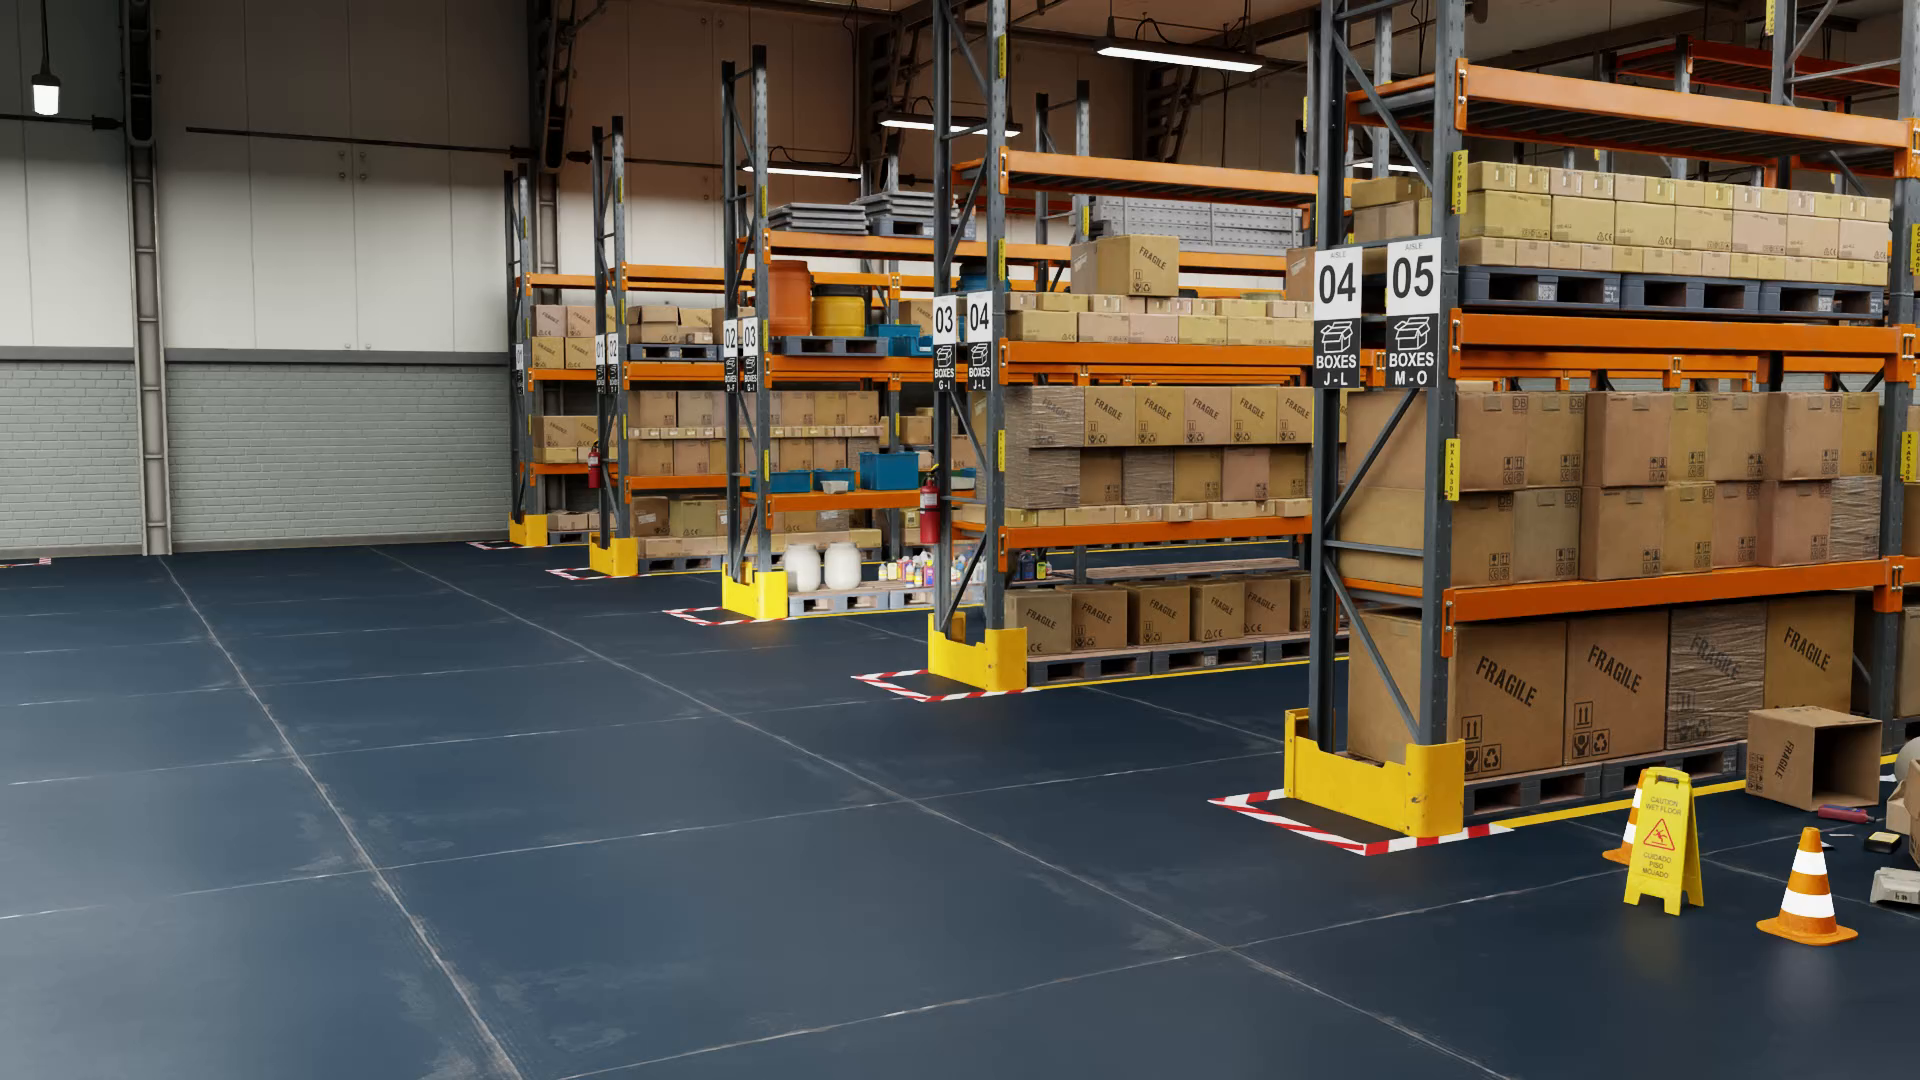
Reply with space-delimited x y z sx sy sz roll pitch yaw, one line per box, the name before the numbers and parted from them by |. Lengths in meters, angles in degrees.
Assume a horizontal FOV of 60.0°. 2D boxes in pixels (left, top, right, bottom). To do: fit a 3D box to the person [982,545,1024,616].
person | 0.473 -0.053 17.577 0.503 1.768 0.606 3 6 30
